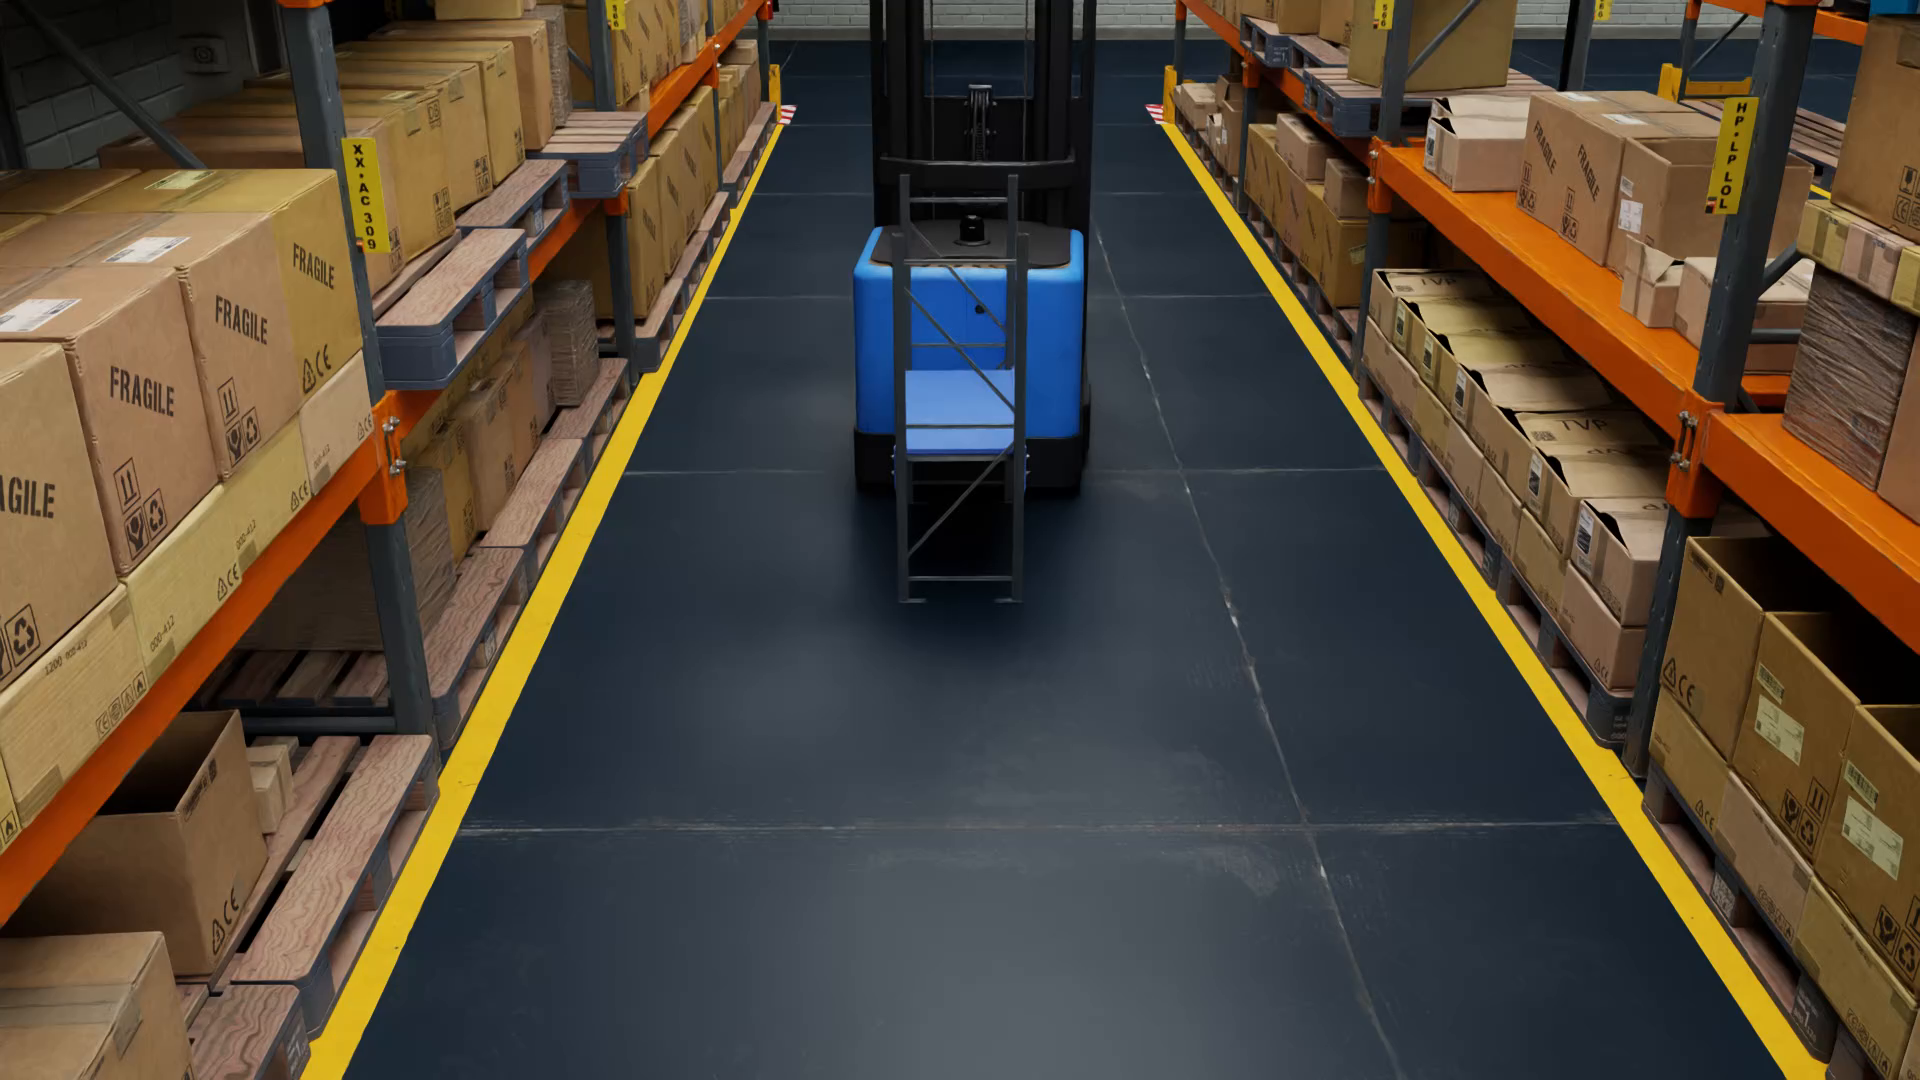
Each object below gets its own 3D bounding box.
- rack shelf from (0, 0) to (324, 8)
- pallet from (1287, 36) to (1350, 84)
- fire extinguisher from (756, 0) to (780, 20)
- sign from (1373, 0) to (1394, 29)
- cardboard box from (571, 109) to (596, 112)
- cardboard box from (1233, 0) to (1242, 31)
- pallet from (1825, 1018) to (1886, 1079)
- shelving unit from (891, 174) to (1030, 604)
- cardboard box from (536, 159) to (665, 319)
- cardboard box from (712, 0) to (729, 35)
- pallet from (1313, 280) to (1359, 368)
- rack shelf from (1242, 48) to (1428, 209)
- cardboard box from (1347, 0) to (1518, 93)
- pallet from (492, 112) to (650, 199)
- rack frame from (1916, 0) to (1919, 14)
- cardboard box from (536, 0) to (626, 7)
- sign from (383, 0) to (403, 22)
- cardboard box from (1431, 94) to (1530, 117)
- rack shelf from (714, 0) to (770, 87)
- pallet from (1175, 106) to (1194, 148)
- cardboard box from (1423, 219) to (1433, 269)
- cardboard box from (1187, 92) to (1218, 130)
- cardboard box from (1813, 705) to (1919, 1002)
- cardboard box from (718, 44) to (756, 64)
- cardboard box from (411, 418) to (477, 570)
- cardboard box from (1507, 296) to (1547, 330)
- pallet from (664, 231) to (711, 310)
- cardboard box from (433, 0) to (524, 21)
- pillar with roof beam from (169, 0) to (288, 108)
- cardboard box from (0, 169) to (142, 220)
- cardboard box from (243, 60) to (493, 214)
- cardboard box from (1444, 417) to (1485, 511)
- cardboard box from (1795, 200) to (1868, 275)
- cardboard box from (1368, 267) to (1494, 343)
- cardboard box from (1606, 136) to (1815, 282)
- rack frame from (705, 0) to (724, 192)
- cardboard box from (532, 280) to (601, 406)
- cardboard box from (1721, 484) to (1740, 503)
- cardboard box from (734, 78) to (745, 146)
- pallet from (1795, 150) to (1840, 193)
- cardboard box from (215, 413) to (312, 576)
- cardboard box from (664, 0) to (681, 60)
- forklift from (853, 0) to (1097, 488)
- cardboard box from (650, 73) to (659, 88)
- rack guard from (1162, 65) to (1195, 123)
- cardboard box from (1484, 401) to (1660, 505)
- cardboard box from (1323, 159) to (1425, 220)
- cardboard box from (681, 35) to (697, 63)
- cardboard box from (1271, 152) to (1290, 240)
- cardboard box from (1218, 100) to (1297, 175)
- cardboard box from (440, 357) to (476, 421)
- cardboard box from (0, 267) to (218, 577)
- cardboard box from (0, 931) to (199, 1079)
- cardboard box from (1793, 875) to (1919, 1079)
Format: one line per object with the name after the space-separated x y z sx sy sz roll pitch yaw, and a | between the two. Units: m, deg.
-2.207 -0.789 2.587 1.077 0.370 4.000 0 24 -1 | rack shelf
2.655 -2.960 10.388 1.003 0.211 1.213 0 24 -1 | pallet
-1.900 -5.378 16.047 0.296 0.674 0.183 0 24 -1 | fire extinguisher
2.138 -2.731 8.340 0.100 0.325 0.005 0 24 -1 | sign
-2.044 -2.254 8.874 0.380 0.149 0.250 -1 24 -1 | cardboard box
2.375 -4.145 12.653 0.500 0.500 0.500 0 24 0 | cardboard box
2.708 1.504 3.667 1.003 0.211 1.213 0 24 -1 | pallet
-0.002 -0.644 6.854 0.538 1.500 1.048 0 24 0 | shelving unit
-2.149 -1.738 9.552 0.750 0.750 0.750 -1 24 -1 | cardboard box
-2.306 -4.231 12.601 0.980 0.700 0.700 0 24 0 | cardboard box
2.711 -1.283 9.832 1.003 0.211 1.213 0 24 -1 | pallet
2.659 -2.743 10.547 1.077 0.370 4.000 0 24 -1 | rack shelf
2.561 -2.742 9.042 0.700 0.500 0.500 -9 26 -18 | cardboard box
-2.158 -1.842 7.915 1.213 0.211 1.003 0 24 -1 | pallet
7.590 -3.915 12.267 1.000 3.000 0.127 0 24 -1 | rack frame
-2.020 -2.954 8.726 0.500 0.250 0.500 0 24 1 | cardboard box
-2.827 -2.746 8.277 0.100 0.325 0.005 0 24 -1 | sign
2.641 -2.056 8.263 0.500 0.311 0.500 1 24 3 | cardboard box
-2.338 -4.367 14.139 1.077 0.370 4.000 0 24 -1 | rack shelf
2.604 -3.912 15.644 1.003 0.211 1.213 0 24 -1 | pallet
2.950 -1.712 9.895 0.500 0.500 0.500 -1 24 -2 | cardboard box
2.327 -3.853 14.932 0.500 0.250 0.500 0 24 -1 | cardboard box
2.428 0.726 3.921 0.500 0.500 0.500 0 24 -1 | cardboard box
-2.065 -4.421 15.123 0.380 0.149 0.250 0 24 1 | cardboard box
-2.309 -0.152 6.445 0.700 0.500 0.500 -1 24 -2 | cardboard box
2.945 -1.011 7.993 0.500 0.311 0.500 -1 24 -1 | cardboard box
-2.216 -1.779 10.926 1.003 0.211 1.213 0 24 -1 | pallet
-2.220 -2.489 7.672 0.380 0.149 0.250 -4 25 -9 | cardboard box
1.182 -4.436 6.137 9.100 9.000 0.400 0 24 -1 | pillar with roof beam
-2.433 -0.662 4.321 0.500 0.500 0.500 -1 24 -2 | cardboard box
-2.238 -1.532 6.341 0.700 0.500 0.500 3 25 7 | cardboard box
2.416 -0.335 7.178 0.500 0.250 0.500 0 24 1 | cardboard box
2.534 -0.827 4.531 0.380 0.149 0.250 0 24 -1 | cardboard box
2.393 -1.223 8.461 0.500 0.311 0.500 1 24 1 | cardboard box
2.727 -1.177 6.091 0.500 0.500 0.500 1 24 3 | cardboard box
-2.316 -3.871 12.168 1.000 3.000 0.127 0 24 -1 | rack frame
-2.212 -0.987 8.293 0.700 0.500 0.500 0 24 0 | cardboard box
2.969 -0.170 6.132 0.500 0.311 0.500 -1 24 -1 | cardboard box
-2.227 -3.650 14.205 0.700 0.500 0.500 0 24 1 | cardboard box
7.544 -2.947 13.511 1.003 0.211 1.213 0 24 -1 | pallet
-1.923 -0.116 4.024 0.500 0.250 0.500 0 24 0 | cardboard box
-2.036 -3.249 10.287 0.500 0.500 0.500 0 24 1 | cardboard box
0.127 -2.142 8.430 1.130 2.935 3.031 2 24 3 | forklift
-2.072 -2.886 10.271 0.380 0.149 0.250 0 24 0 | cardboard box
2.594 -4.372 16.311 1.175 0.500 0.348 0 24 -1 | rack guard
2.418 -0.378 6.591 0.500 0.311 0.500 0 24 -1 | cardboard box
2.431 -2.057 9.747 0.500 0.250 0.500 1 24 1 | cardboard box
-1.983 -3.308 11.204 0.380 0.149 0.250 0 24 -1 | cardboard box
2.414 -2.330 11.261 0.500 0.500 0.500 0 24 0 | cardboard box
2.347 -3.190 13.162 0.500 0.500 0.500 0 24 -1 | cardboard box
-2.271 -0.676 6.695 0.500 0.250 0.500 -1 24 -2 | cardboard box
-1.908 -0.250 3.410 0.500 0.500 0.500 -1 24 -2 | cardboard box
-2.067 1.190 3.479 0.700 0.500 0.500 -2 24 -4 | cardboard box
2.427 1.068 4.076 0.500 0.250 0.500 0 24 -1 | cardboard box
